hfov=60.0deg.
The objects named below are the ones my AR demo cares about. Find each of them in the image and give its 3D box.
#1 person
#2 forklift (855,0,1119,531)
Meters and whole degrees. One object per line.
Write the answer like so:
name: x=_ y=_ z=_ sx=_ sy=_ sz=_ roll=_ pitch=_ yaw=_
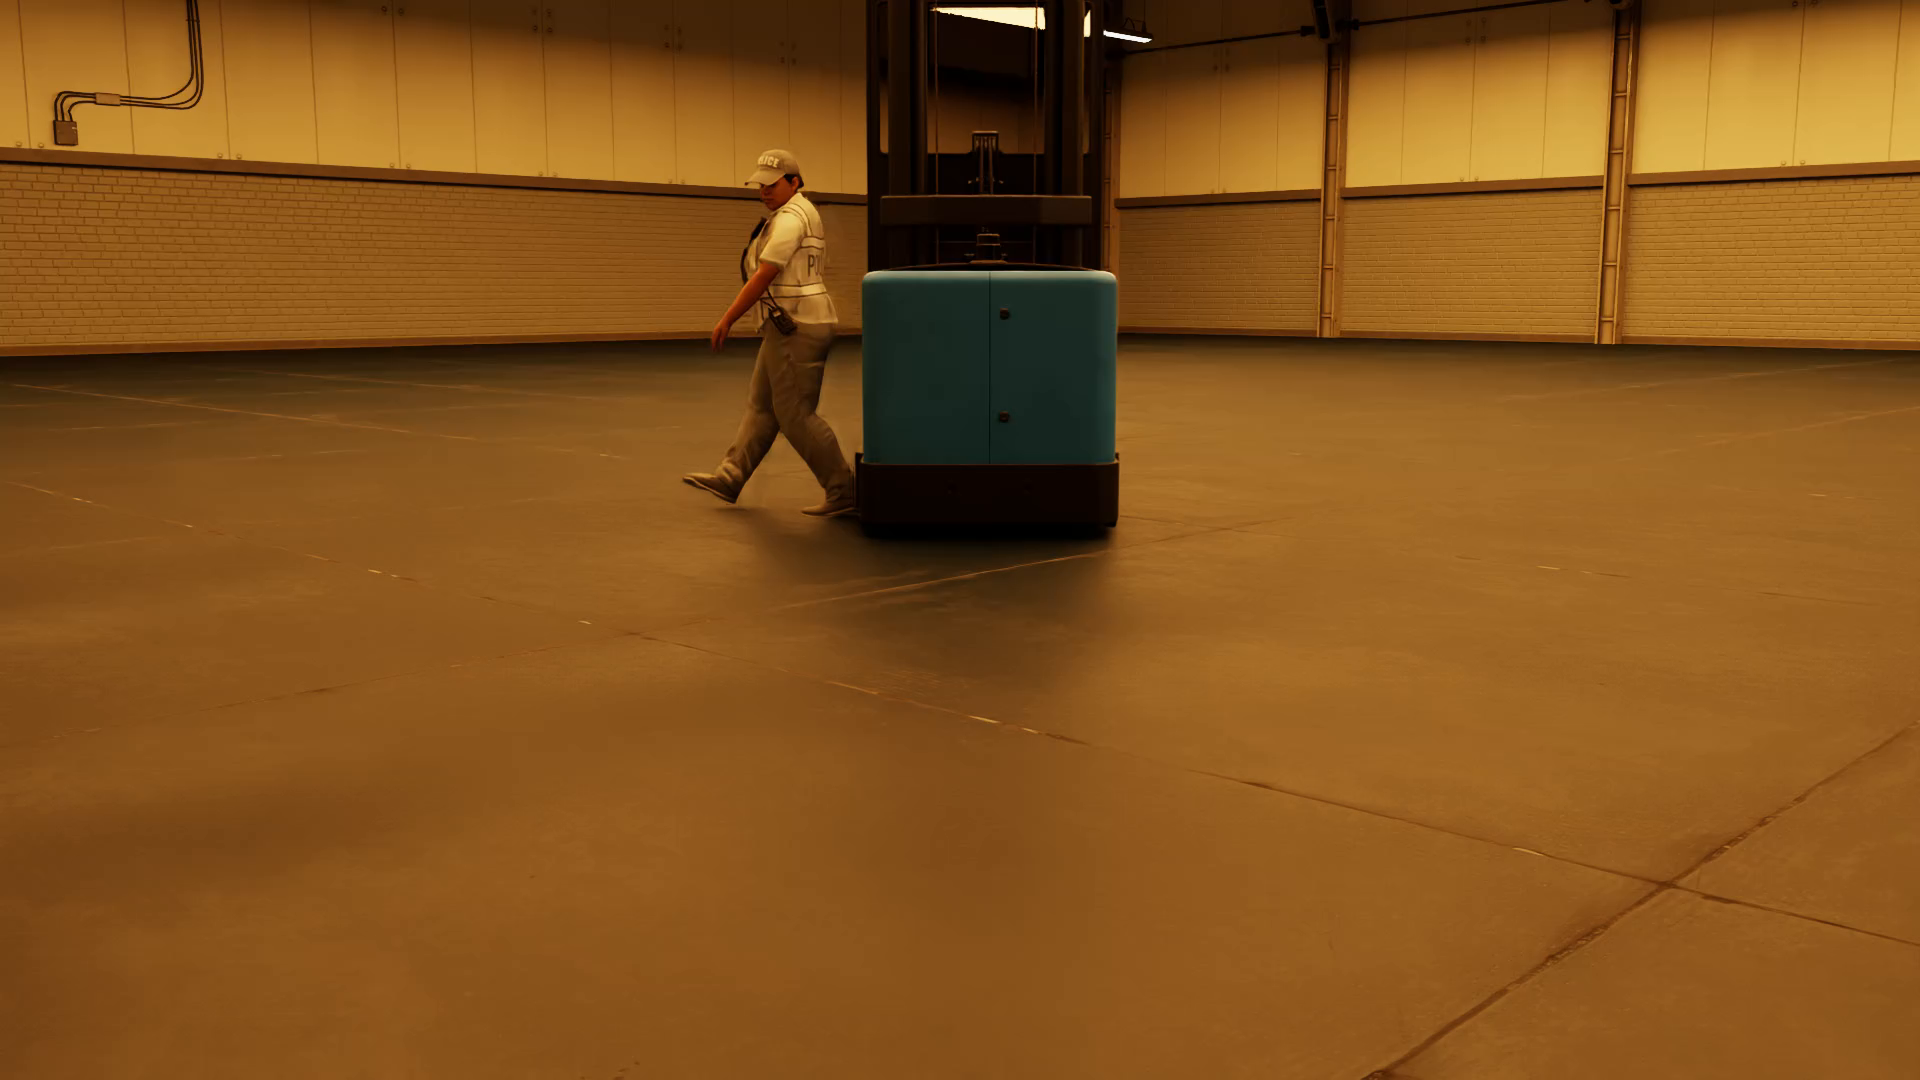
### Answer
person: x=-0.861 y=-0.918 z=7.467 sx=0.877 sy=1.624 sz=0.662 roll=0 pitch=9 yaw=2
forklift: x=0.111 y=-1.669 z=7.961 sx=1.130 sy=2.935 sz=3.031 roll=0 pitch=9 yaw=0
